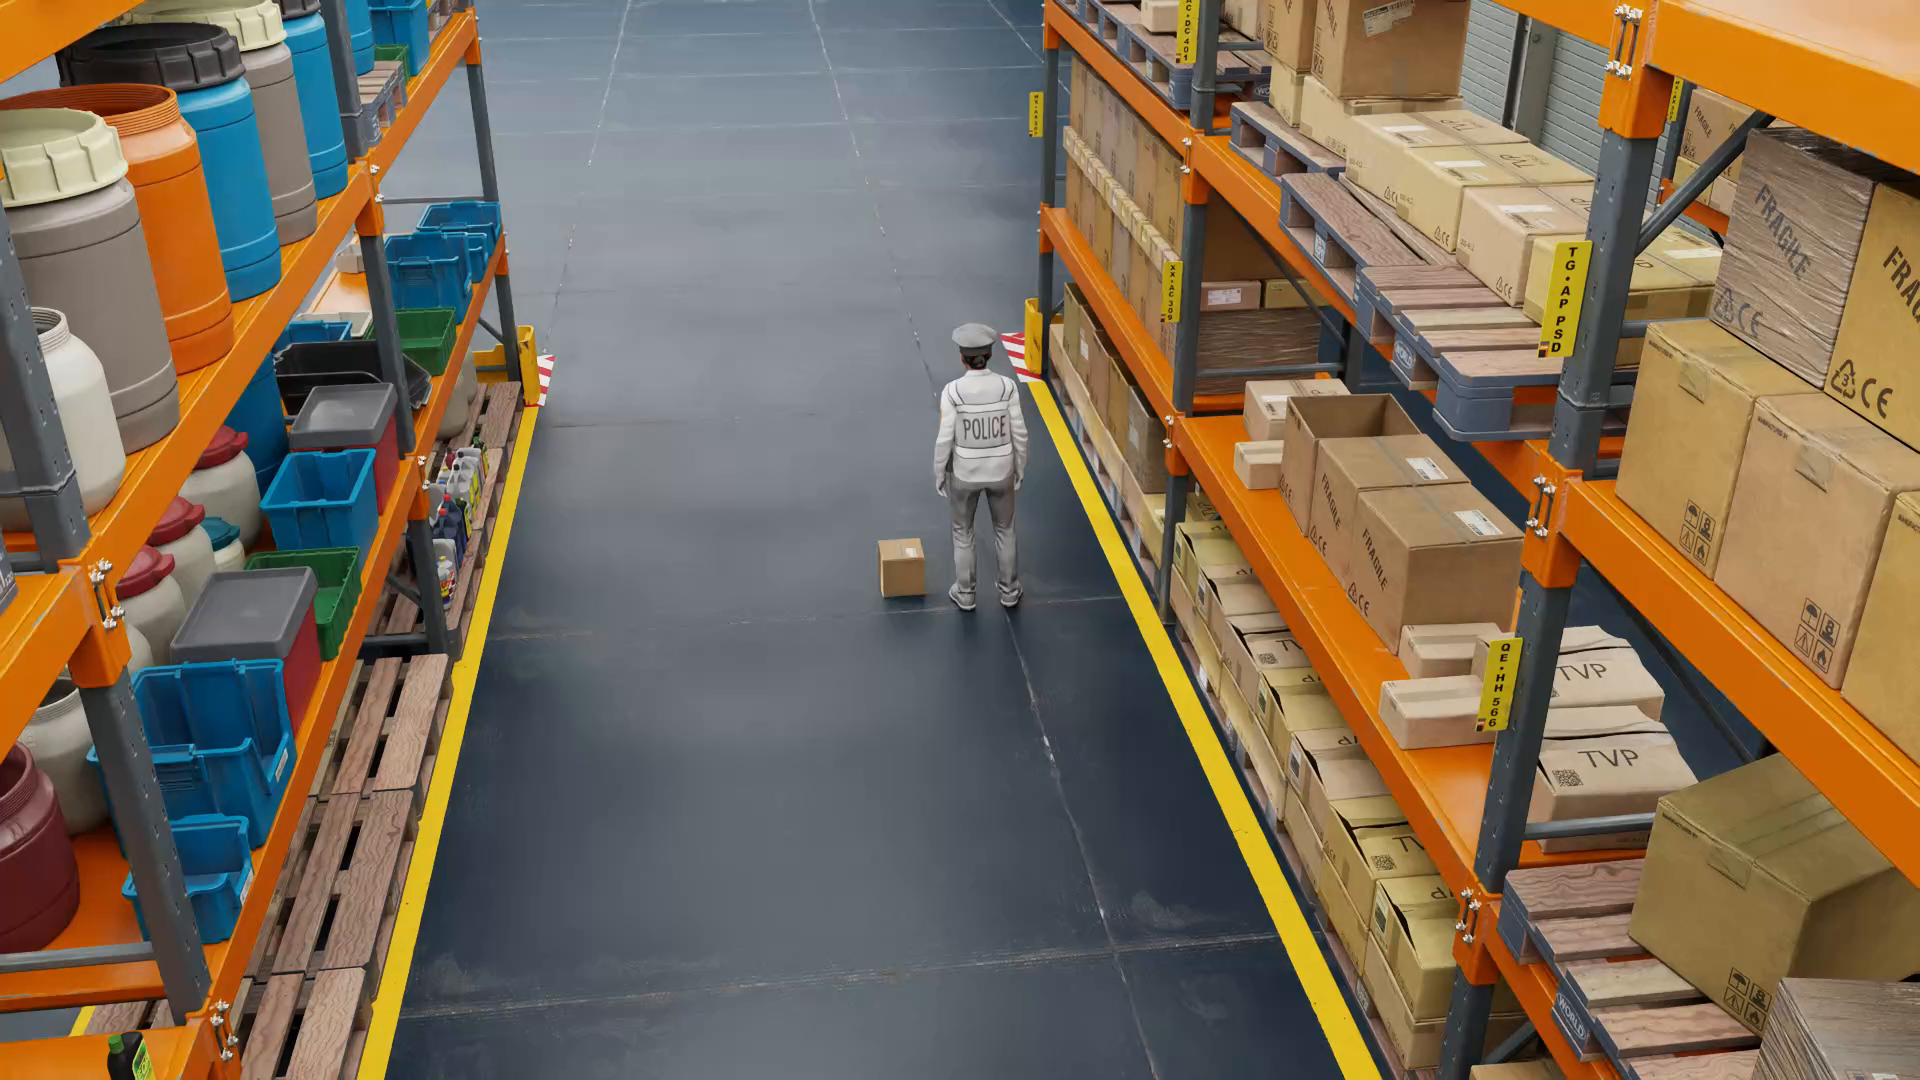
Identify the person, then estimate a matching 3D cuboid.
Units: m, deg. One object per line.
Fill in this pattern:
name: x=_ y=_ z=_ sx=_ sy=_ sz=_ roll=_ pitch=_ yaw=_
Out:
person: x=0.116 y=-0.378 z=9.348 sx=0.540 sy=1.662 sz=0.374 roll=-5 pitch=28 yaw=-9
